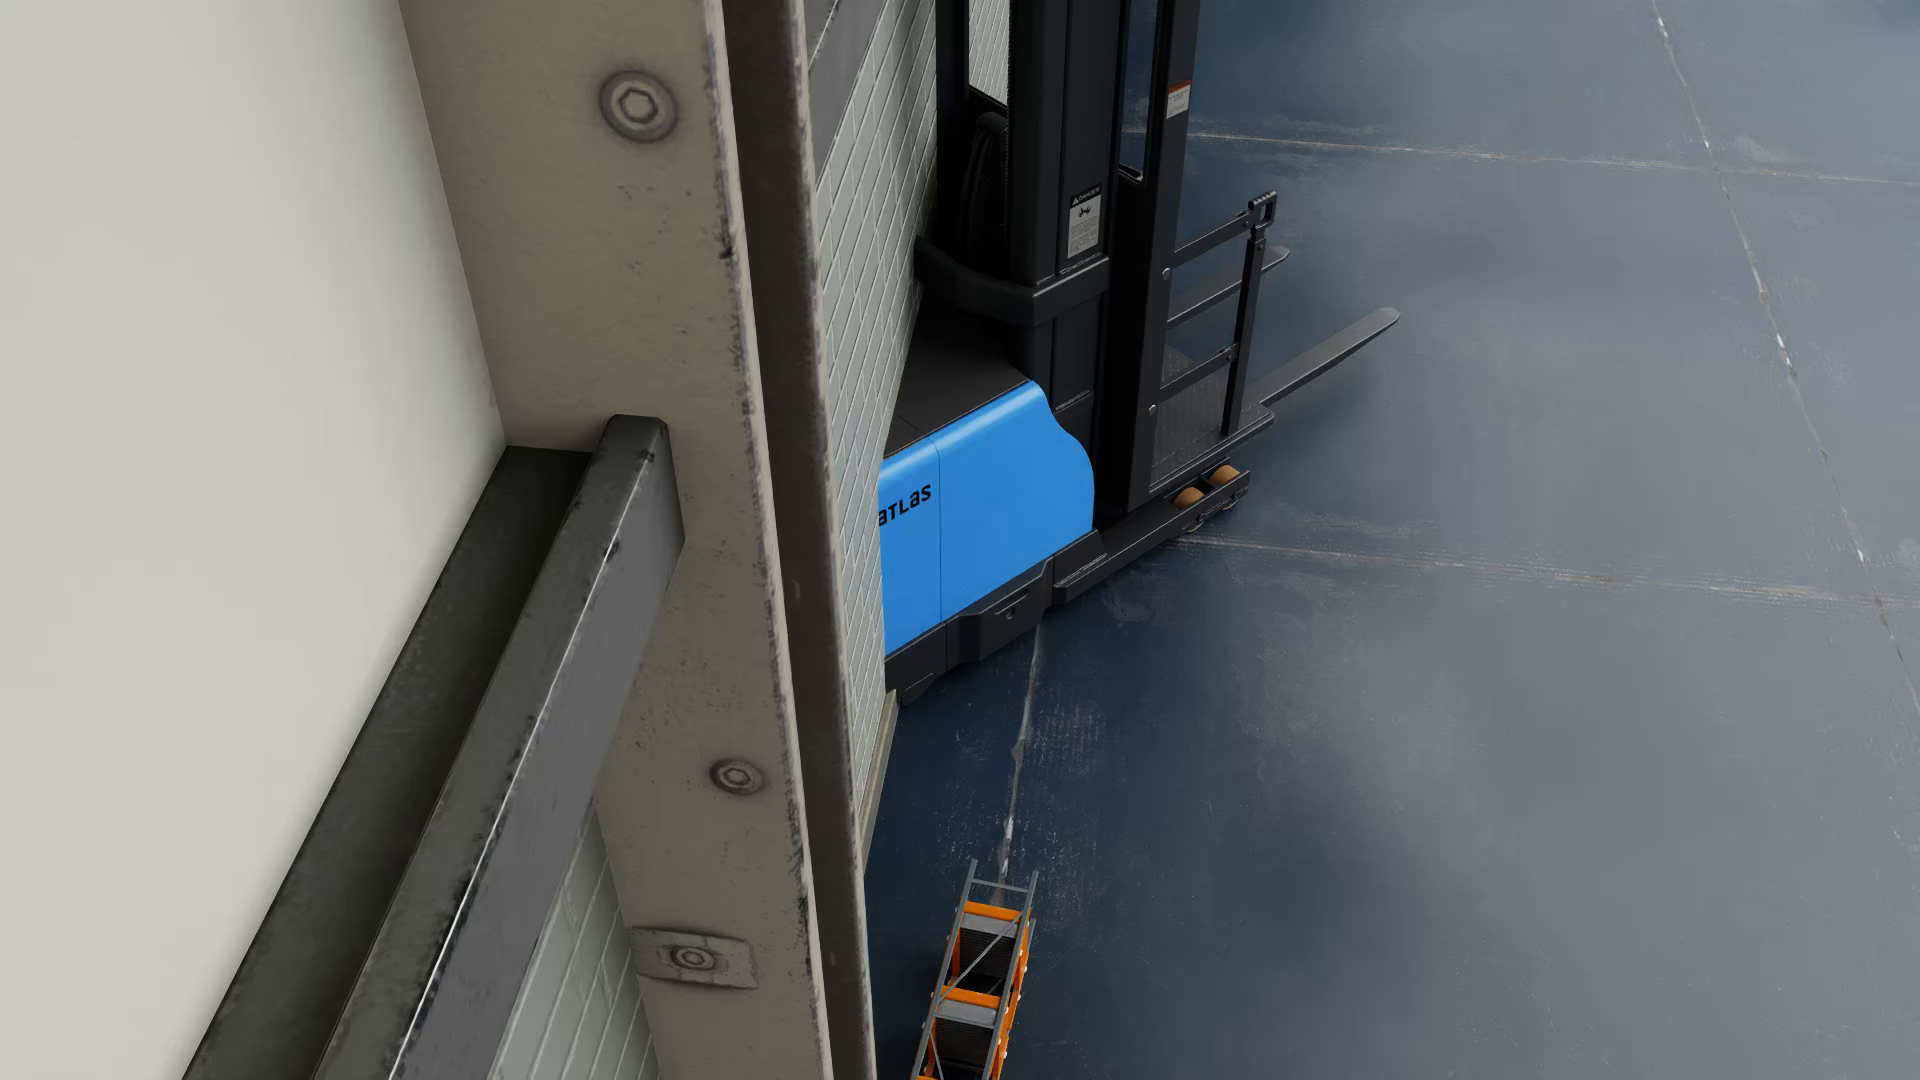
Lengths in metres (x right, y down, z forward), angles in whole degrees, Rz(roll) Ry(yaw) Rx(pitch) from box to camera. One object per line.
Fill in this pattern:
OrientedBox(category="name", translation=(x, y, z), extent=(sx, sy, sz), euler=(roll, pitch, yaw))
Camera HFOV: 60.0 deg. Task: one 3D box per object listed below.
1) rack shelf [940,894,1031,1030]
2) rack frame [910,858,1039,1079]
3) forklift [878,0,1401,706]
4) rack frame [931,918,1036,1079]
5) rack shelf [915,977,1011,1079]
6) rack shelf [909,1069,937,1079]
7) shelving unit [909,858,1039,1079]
OrientedBox(category="rack shelf", translation=(0.075, 1.212, 4.782), extent=(0.215, 0.240, 0.259), euler=(9, 44, 10))
OrientedBox(category="rack frame", translation=(0.012, 1.306, 4.505), extent=(0.200, 0.008, 1.050), euler=(9, 44, 10))
OrientedBox(category="forklift", translation=(0.474, -1.344, 5.537), extent=(3.031, 2.935, 1.130), euler=(-31, 51, -28))
OrientedBox(category="rack frame", translation=(0.012, 1.483, 4.673), extent=(0.200, 0.008, 1.050), euler=(9, 44, 10))
OrientedBox(category="rack shelf", translation=(0.009, 1.402, 4.582), extent=(0.215, 0.240, 0.259), euler=(9, 44, 10))
OrientedBox(category="rack shelf", translation=(-0.055, 1.588, 4.385), extent=(0.215, 0.240, 0.259), euler=(9, 44, 10))
OrientedBox(category="shelving unit", translation=(0.012, 1.395, 4.589), extent=(0.215, 0.252, 1.050), euler=(9, 44, 10))
